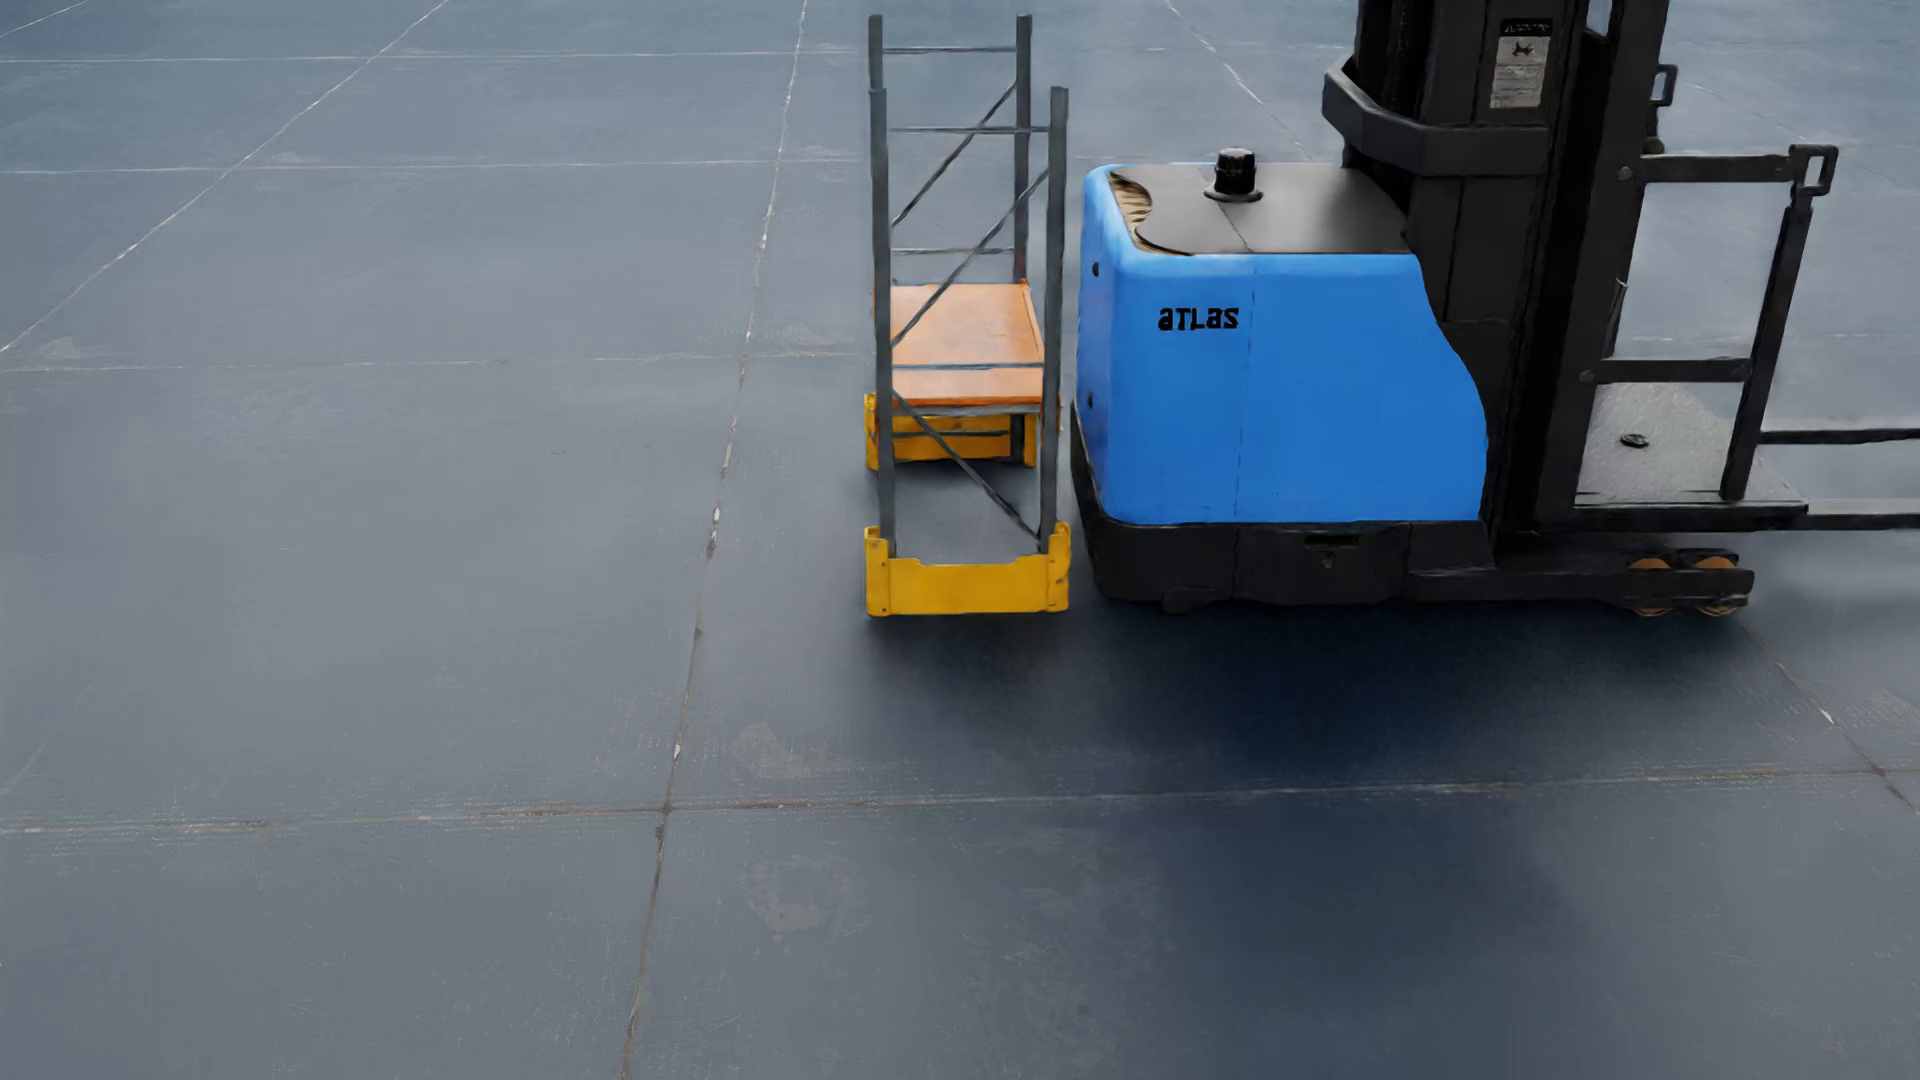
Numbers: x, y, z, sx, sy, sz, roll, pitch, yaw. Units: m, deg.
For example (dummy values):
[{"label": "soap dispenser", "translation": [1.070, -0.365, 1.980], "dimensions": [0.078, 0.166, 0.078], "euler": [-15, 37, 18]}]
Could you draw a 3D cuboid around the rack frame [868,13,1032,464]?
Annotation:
[{"label": "rack frame", "translation": [-0.031, -0.939, 5.429], "dimensions": [0.500, 1.500, 0.032], "euler": [-1, 28, -3]}]

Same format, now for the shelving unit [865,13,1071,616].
[{"label": "shelving unit", "translation": [-0.004, -0.700, 4.971], "dimensions": [0.587, 1.500, 1.083], "euler": [-1, 28, -3]}]

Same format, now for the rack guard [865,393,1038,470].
[{"label": "rack guard", "translation": [-0.030, -0.376, 5.701], "dimensions": [0.587, 0.250, 0.087], "euler": [-1, 28, -3]}]

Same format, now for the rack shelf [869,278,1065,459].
[{"label": "rack shelf", "translation": [-0.004, -0.545, 5.062], "dimensions": [0.538, 0.185, 1.000], "euler": [-1, 28, -3]}]

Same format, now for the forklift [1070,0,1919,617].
[{"label": "forklift", "translation": [1.897, -1.323, 4.617], "dimensions": [3.031, 2.935, 1.130], "euler": [-1, 28, -2]}]

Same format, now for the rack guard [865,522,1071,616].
[{"label": "rack guard", "translation": [0.022, 0.084, 4.819], "dimensions": [0.587, 0.250, 0.087], "euler": [-1, 28, -3]}]

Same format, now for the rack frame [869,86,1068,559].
[{"label": "rack frame", "translation": [0.022, -0.470, 4.529], "dimensions": [0.500, 1.500, 0.032], "euler": [-1, 28, -3]}]
